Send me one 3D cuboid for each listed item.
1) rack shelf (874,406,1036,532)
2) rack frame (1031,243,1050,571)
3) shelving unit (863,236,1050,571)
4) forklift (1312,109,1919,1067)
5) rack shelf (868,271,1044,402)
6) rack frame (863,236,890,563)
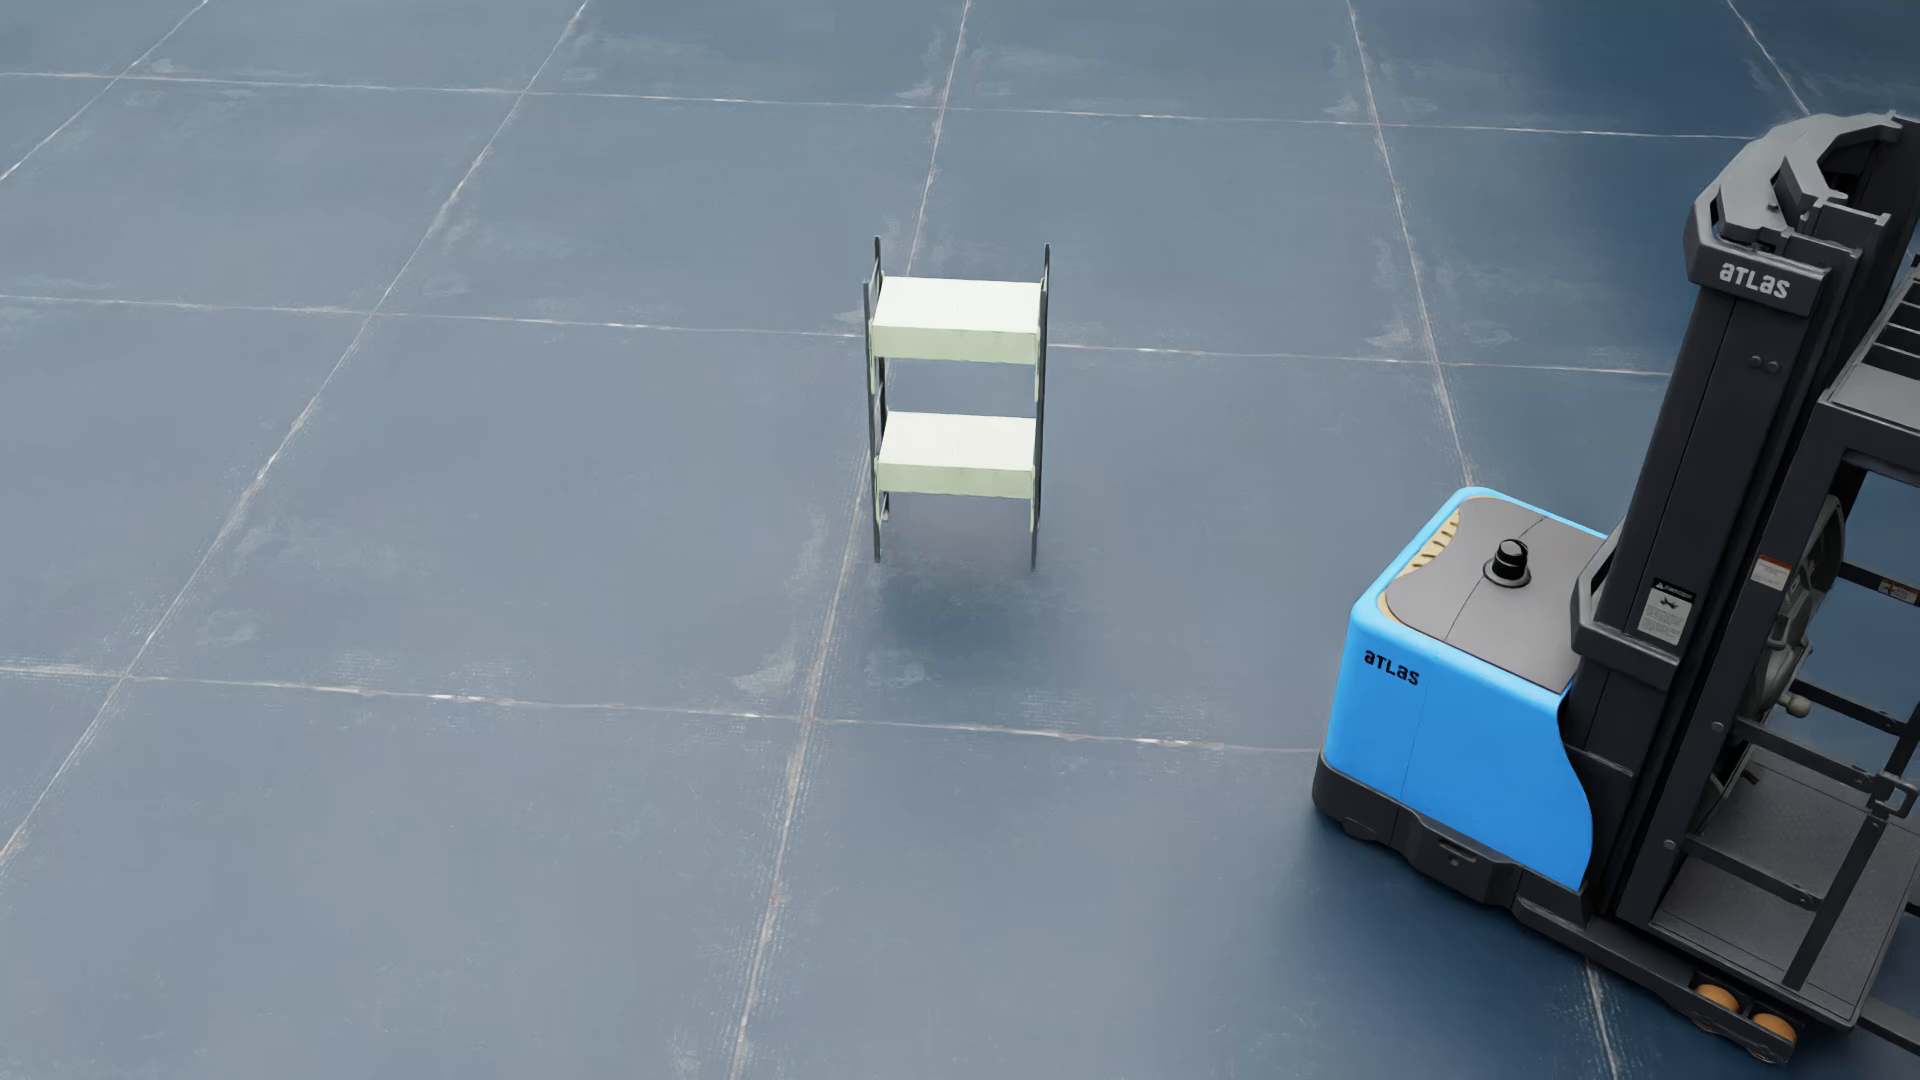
[{"bbox_3d":[-0.007,-0.329,7.653,0.720,0.370,0.431,3,39,4],"label":"rack shelf"},{"bbox_3d":[0.358,-0.562,7.423,0.023,1.500,0.400,3,39,4],"label":"rack frame"},{"bbox_3d":[-0.007,-0.582,7.447,0.755,1.500,0.431,3,39,4],"label":"shelving unit"},{"bbox_3d":[2.861,0.274,5.262,3.031,2.935,1.130,26,46,29],"label":"forklift"},{"bbox_3d":[-0.007,-0.885,7.201,0.720,0.370,0.431,3,39,4],"label":"rack shelf"},{"bbox_3d":[-0.371,-0.602,7.472,0.023,1.500,0.400,3,39,4],"label":"rack frame"}]
